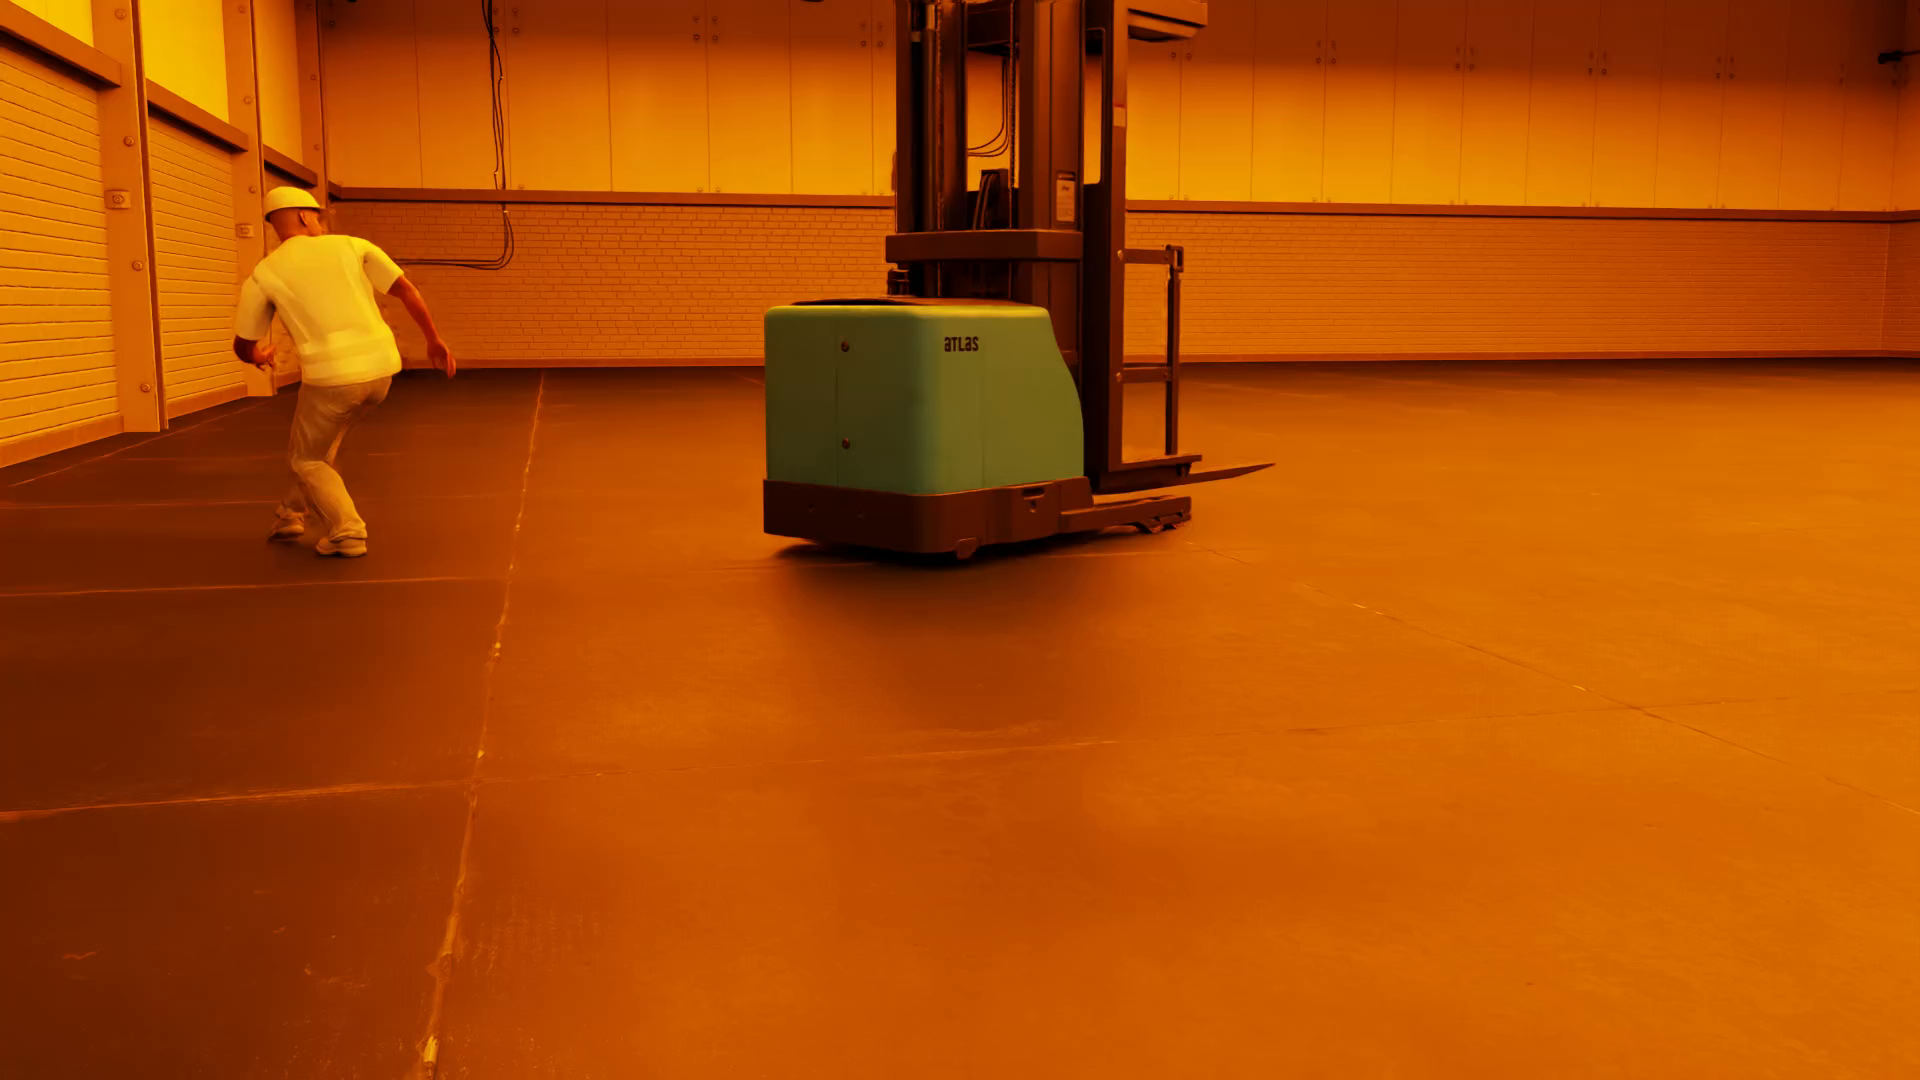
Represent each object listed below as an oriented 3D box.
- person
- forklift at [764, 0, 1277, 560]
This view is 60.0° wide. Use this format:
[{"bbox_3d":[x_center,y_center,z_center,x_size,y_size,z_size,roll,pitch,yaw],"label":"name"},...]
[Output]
[{"bbox_3d":[-2.790,-0.756,7.404,0.809,1.594,0.817,-8,11,-44],"label":"person"},{"bbox_3d":[0.479,-1.524,8.023,1.130,2.935,3.031,7,11,41],"label":"forklift"}]
